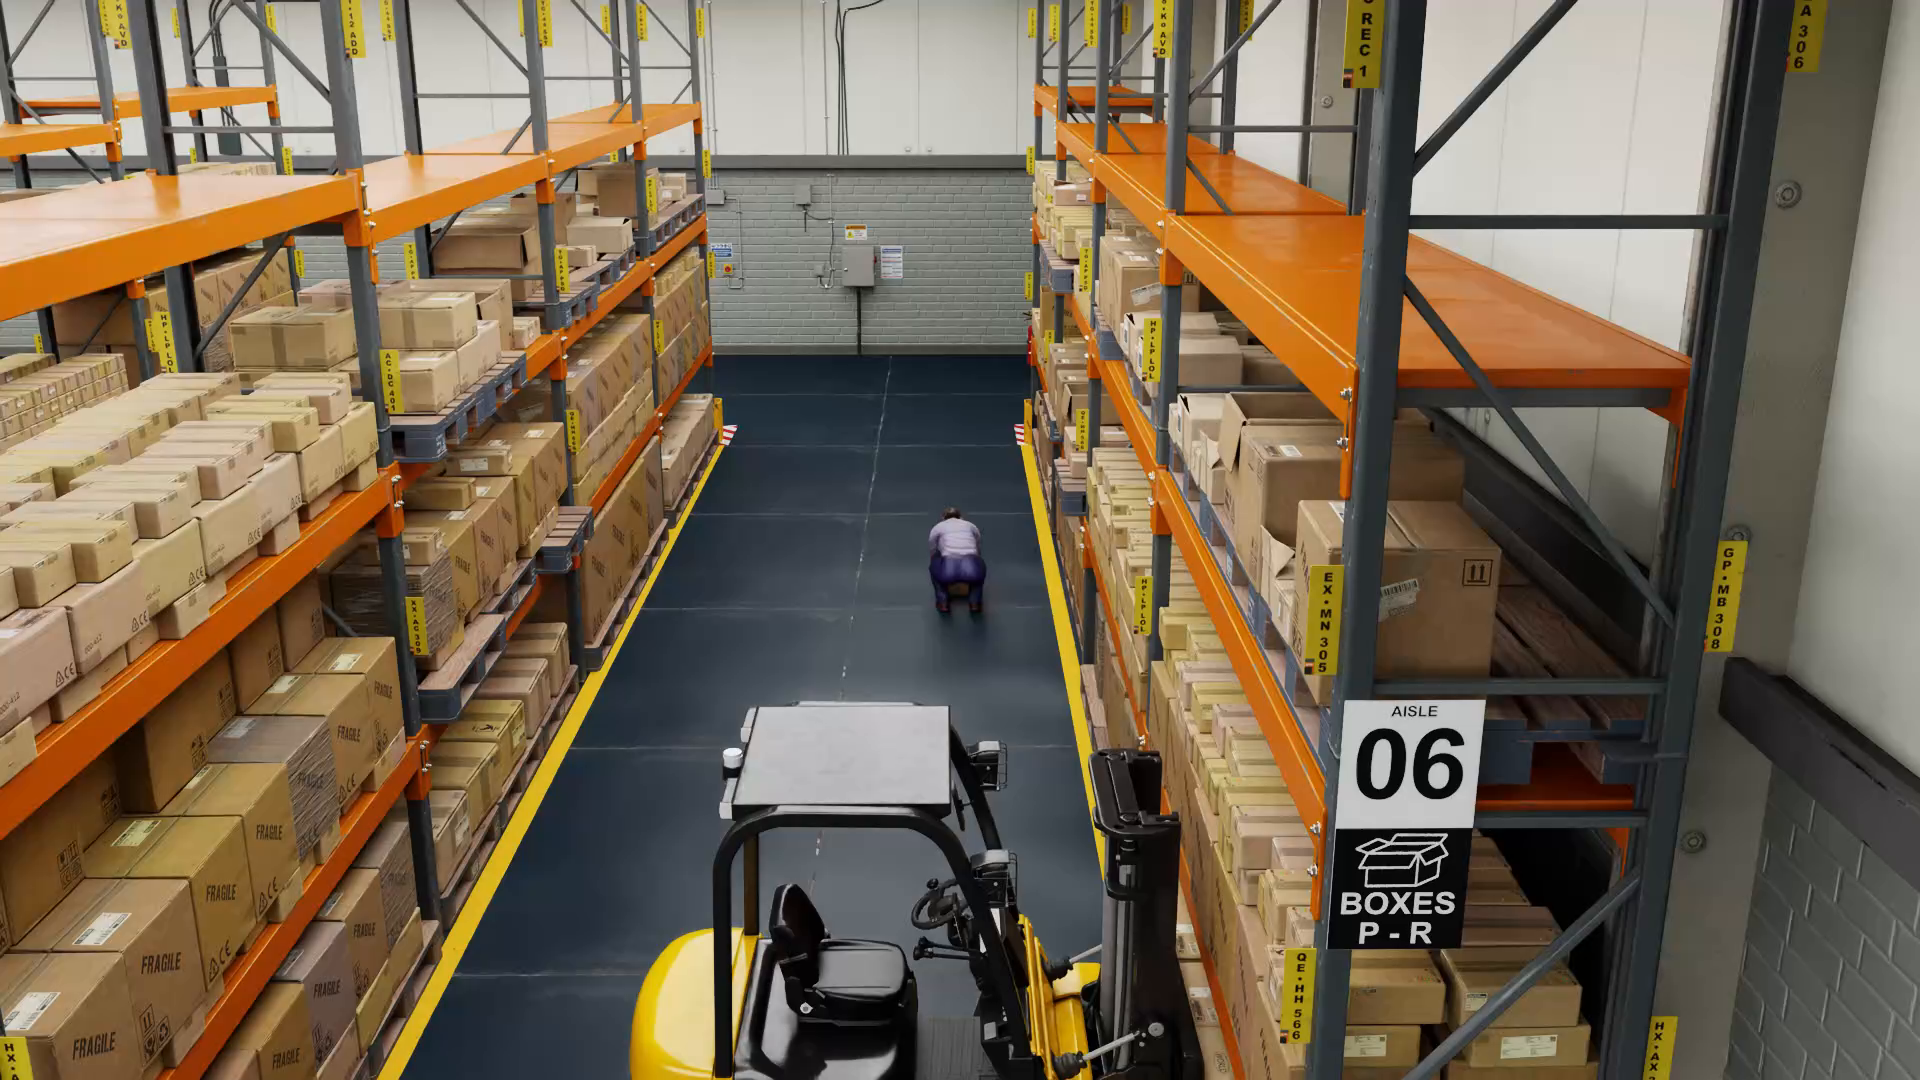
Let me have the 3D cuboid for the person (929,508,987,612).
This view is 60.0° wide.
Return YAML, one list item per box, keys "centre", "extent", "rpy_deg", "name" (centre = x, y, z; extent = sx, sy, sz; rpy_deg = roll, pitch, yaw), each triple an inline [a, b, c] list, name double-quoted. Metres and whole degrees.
- centre: [-0.013, 0.170, 14.976]
  extent: [0.520, 0.813, 0.693]
  rpy_deg: [0, 17, -1]
  name: "person"
